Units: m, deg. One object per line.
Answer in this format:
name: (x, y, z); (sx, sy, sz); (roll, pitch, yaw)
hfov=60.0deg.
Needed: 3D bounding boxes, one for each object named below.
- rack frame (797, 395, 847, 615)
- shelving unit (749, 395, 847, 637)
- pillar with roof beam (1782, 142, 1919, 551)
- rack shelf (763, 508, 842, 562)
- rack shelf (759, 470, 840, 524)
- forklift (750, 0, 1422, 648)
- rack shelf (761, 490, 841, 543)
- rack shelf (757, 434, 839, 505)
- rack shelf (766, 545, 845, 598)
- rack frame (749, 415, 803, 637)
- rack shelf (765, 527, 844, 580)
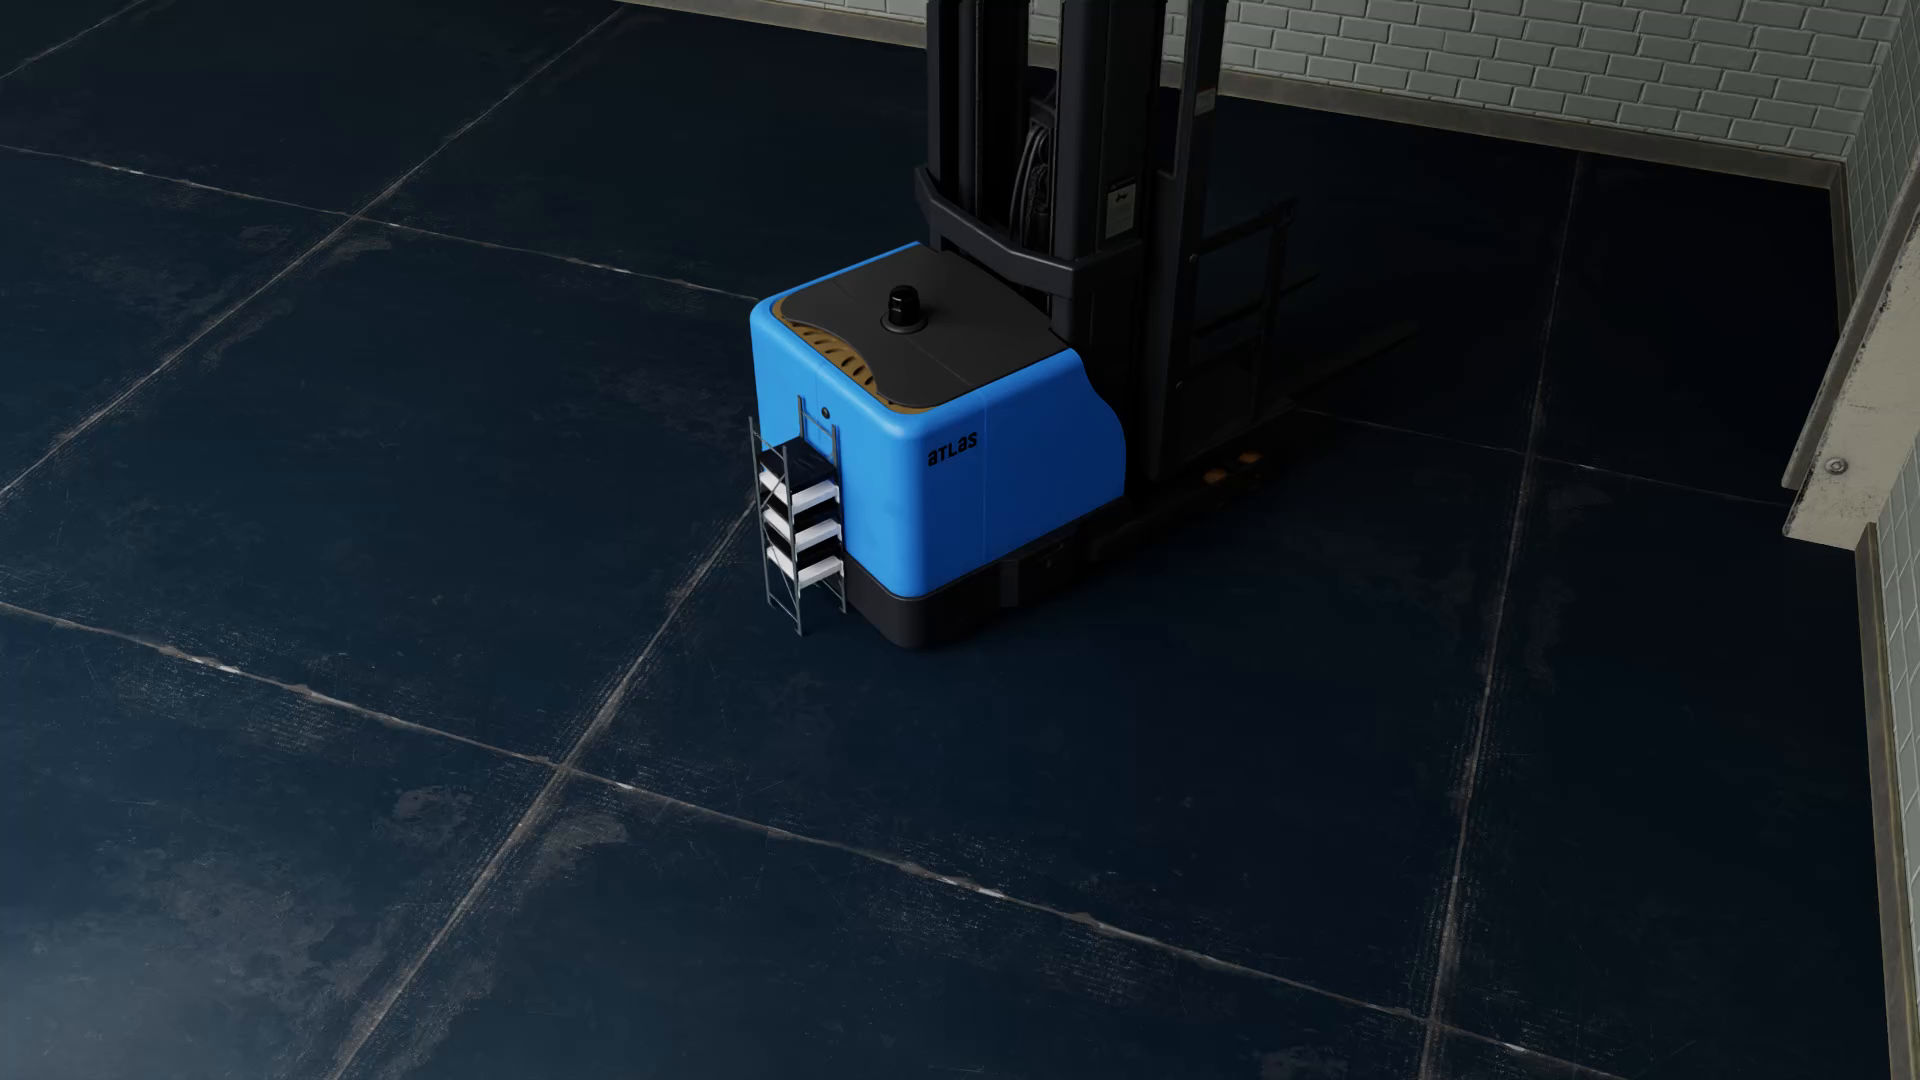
rack frame: (-0.510, -0.117, 6.194); (0.006, 0.900, 0.240); (-26, 47, -27)
shelving unit: (-0.591, -0.077, 6.147); (0.210, 0.900, 0.258); (-26, 47, -27)
pillar with roof beam: (-0.482, -4.483, 5.072); (9.100, 9.000, 0.400); (13, 42, 15)
rack shelf: (-0.591, -0.052, 6.168); (0.200, 0.077, 0.258); (-26, 47, -27)
rack shelf: (-0.591, -0.188, 6.052); (0.200, 0.077, 0.258); (-26, 47, -27)
forklift: (0.690, -1.497, 6.246); (3.031, 2.935, 1.130); (-26, 47, -27)
rack shelf: (-0.591, -0.120, 6.110); (0.200, 0.077, 0.258); (-26, 47, -27)
rack shelf: (-0.591, -0.257, 5.993); (0.200, 0.077, 0.258); (-26, 47, -27)
rack shelf: (-0.591, 0.085, 6.285); (0.200, 0.077, 0.258); (-26, 47, -27)
rack frame: (-0.672, -0.037, 6.100); (0.006, 0.900, 0.240); (-26, 47, -27)
rack shelf: (-0.591, 0.017, 6.227); (0.200, 0.077, 0.258); (-26, 47, -27)
